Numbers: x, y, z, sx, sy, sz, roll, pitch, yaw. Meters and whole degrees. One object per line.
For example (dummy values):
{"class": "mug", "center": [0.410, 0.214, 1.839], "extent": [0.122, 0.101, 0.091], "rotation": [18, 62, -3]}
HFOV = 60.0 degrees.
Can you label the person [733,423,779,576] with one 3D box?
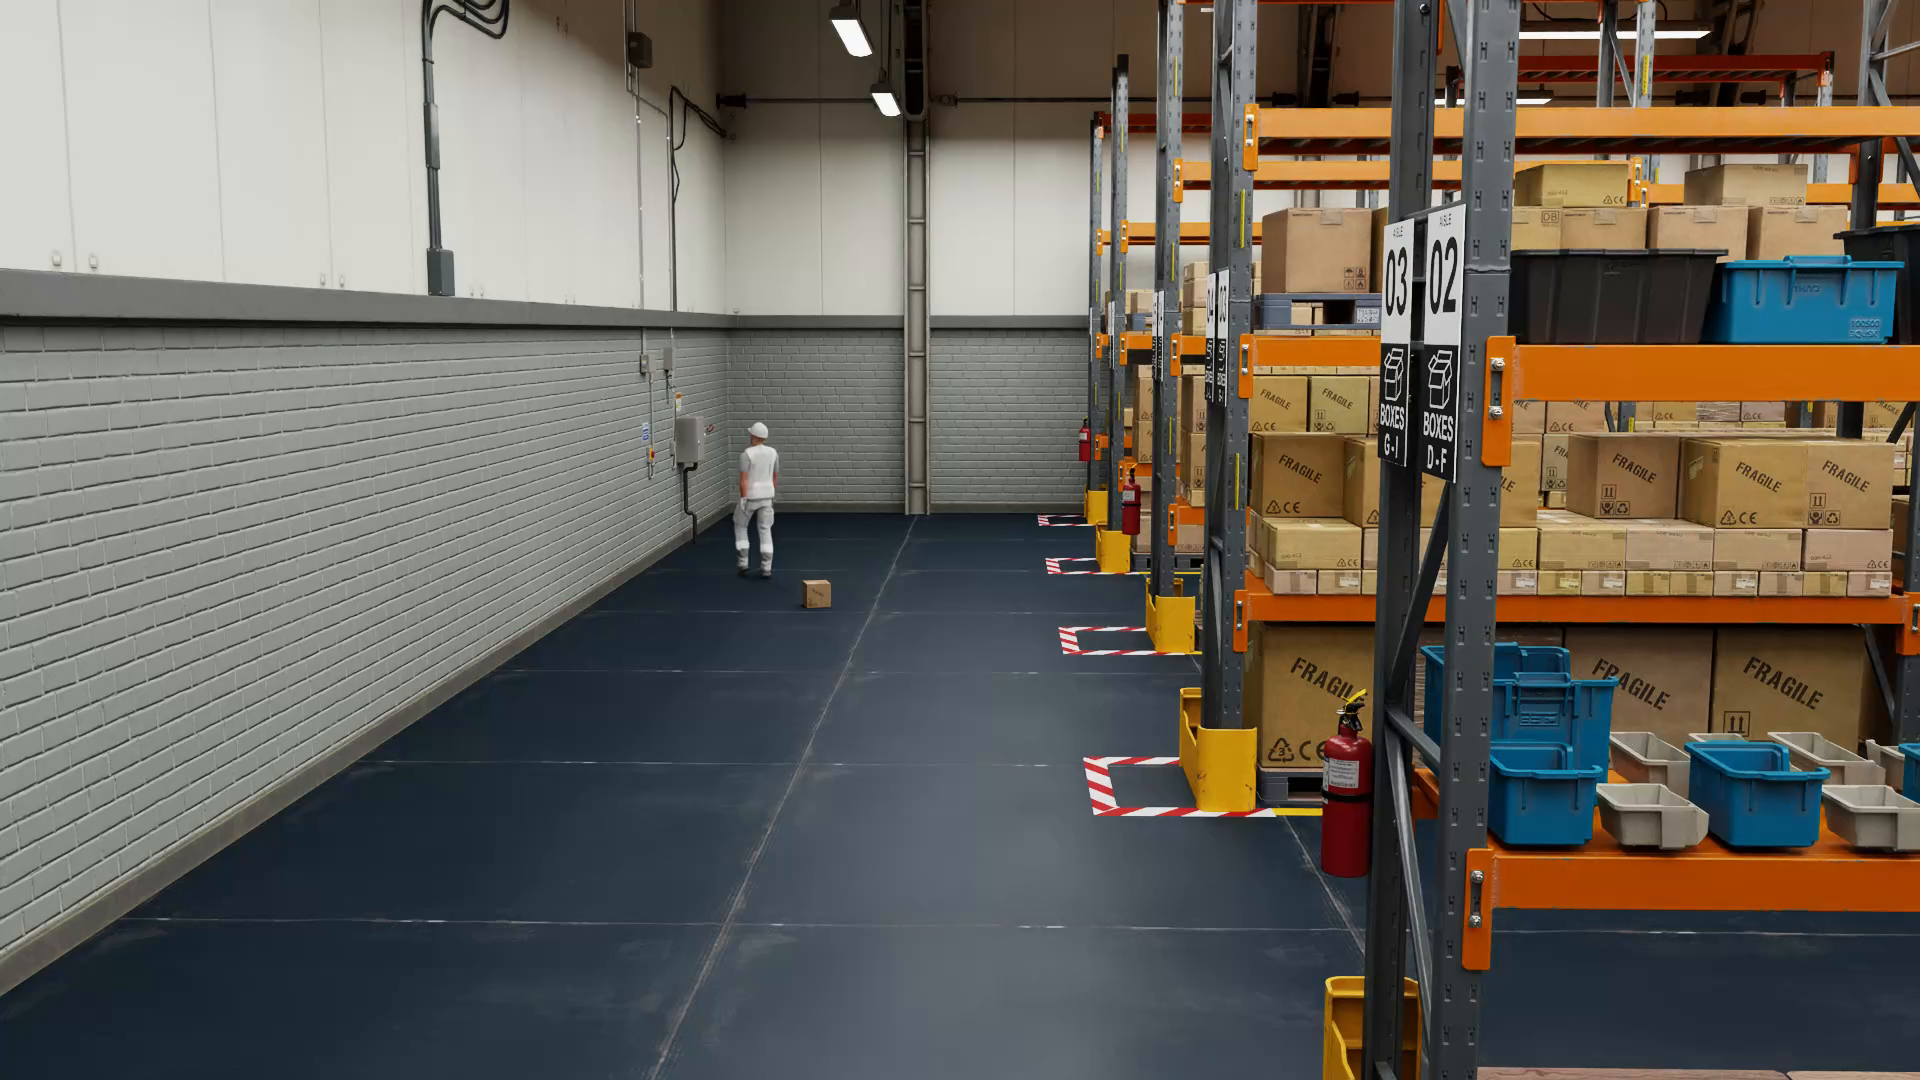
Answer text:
{"class": "person", "center": [-2.376, -0.453, 19.349], "extent": [0.540, 1.837, 0.565], "rotation": [-4, 8, -30]}
